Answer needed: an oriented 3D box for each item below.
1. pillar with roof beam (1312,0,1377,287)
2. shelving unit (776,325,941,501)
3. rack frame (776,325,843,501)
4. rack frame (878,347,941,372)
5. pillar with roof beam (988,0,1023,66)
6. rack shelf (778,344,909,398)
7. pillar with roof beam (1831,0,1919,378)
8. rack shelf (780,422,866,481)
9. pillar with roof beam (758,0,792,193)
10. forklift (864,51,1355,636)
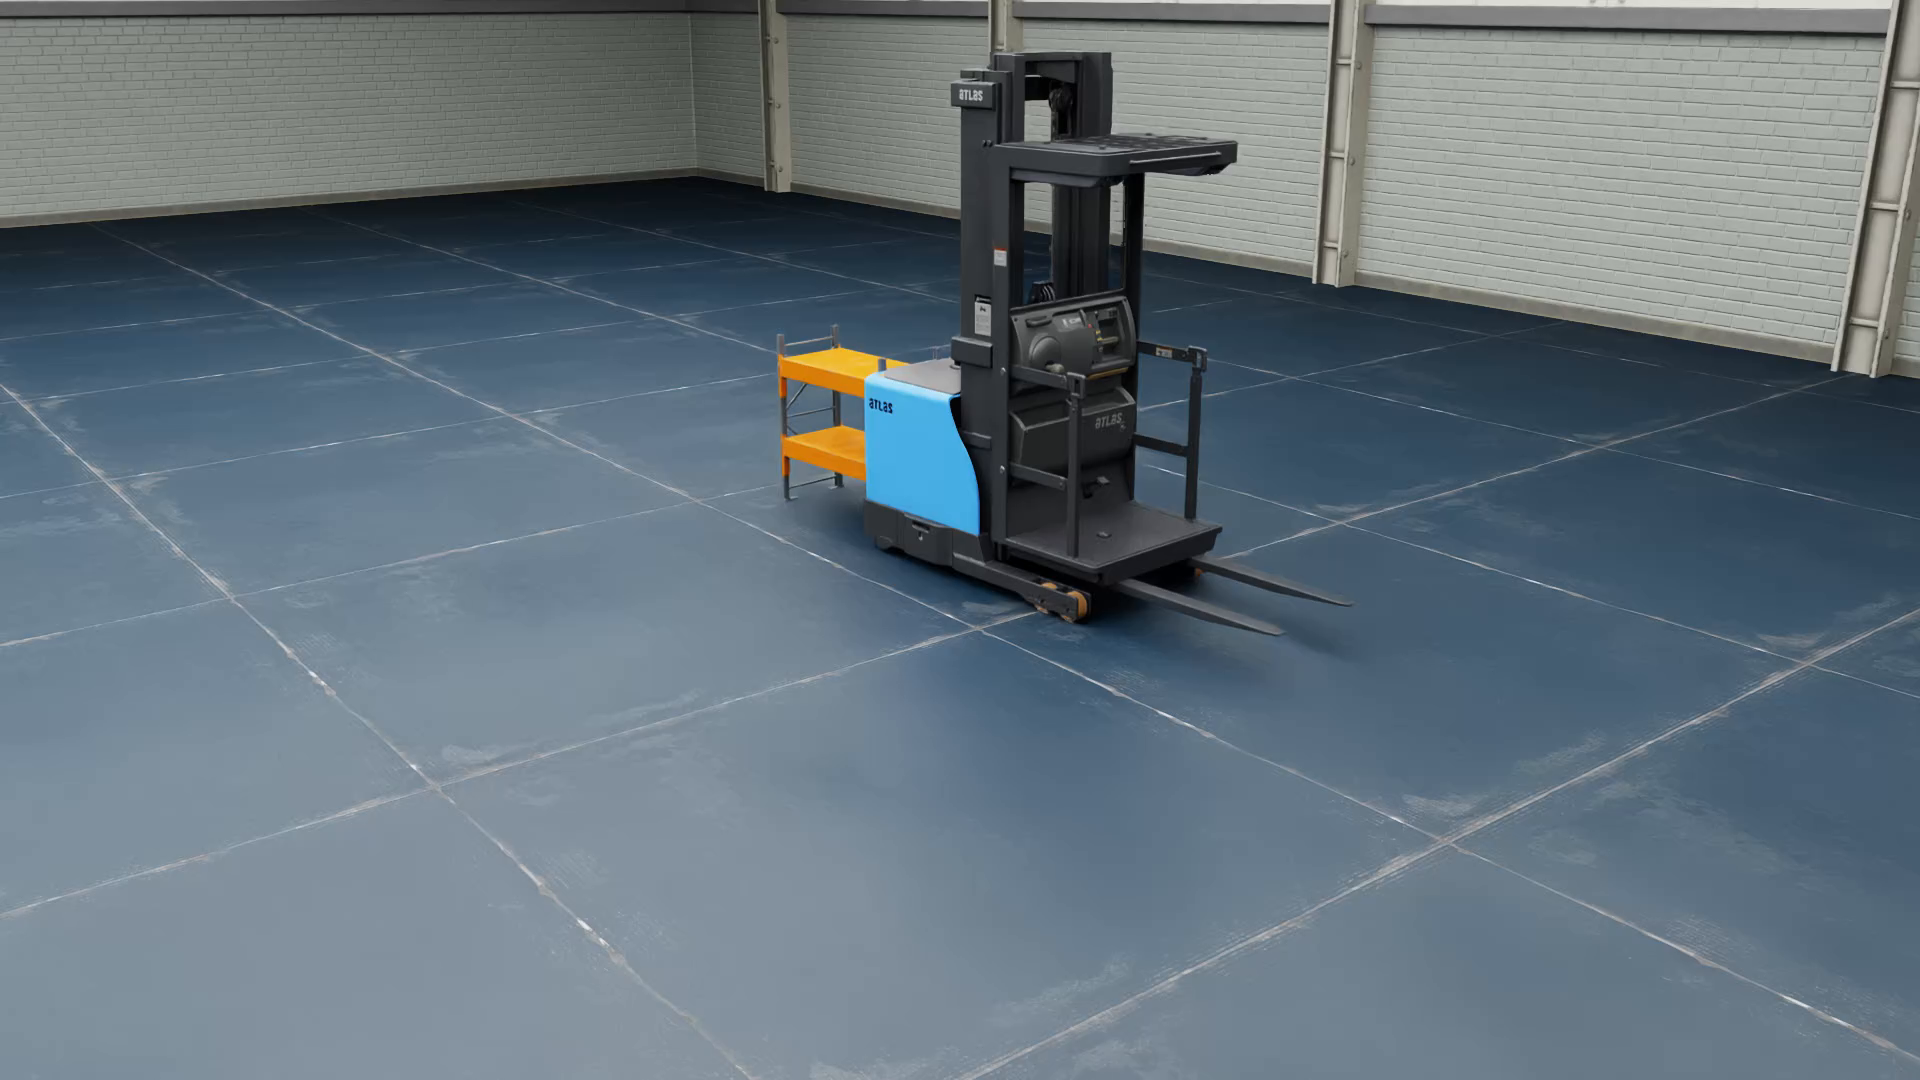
[{"bbox_3d":[0.982,-6.420,15.434,9.100,9.000,0.400,-14,23,-36],"label":"pillar with roof beam"},{"bbox_3d":[-0.656,-0.737,10.798,0.538,1.125,1.048,-16,24,-40],"label":"shelving unit"},{"bbox_3d":[-1.004,-0.853,11.150,0.500,1.125,0.032,-16,24,-40],"label":"rack frame"},{"bbox_3d":[-0.309,-0.620,10.445,0.500,1.125,0.032,-16,24,-40],"label":"rack frame"},{"bbox_3d":[-2.743,-7.898,19.899,9.100,9.000,0.400,-14,23,-36],"label":"pillar with roof beam"},{"bbox_3d":[-0.656,-1.014,10.706,0.538,0.278,1.000,-16,24,-40],"label":"rack shelf"},{"bbox_3d":[4.707,-4.941,10.969,9.100,9.000,0.400,-14,23,-36],"label":"pillar with roof beam"},{"bbox_3d":[-0.656,-0.504,10.874,0.538,0.278,1.000,-16,24,-40],"label":"rack shelf"},{"bbox_3d":[-6.469,-9.377,24.364,9.100,9.000,0.400,-14,23,-36],"label":"pillar with roof beam"},{"bbox_3d":[0.784,-1.128,9.107,1.130,2.935,3.031,-16,24,-40],"label":"forklift"}]
